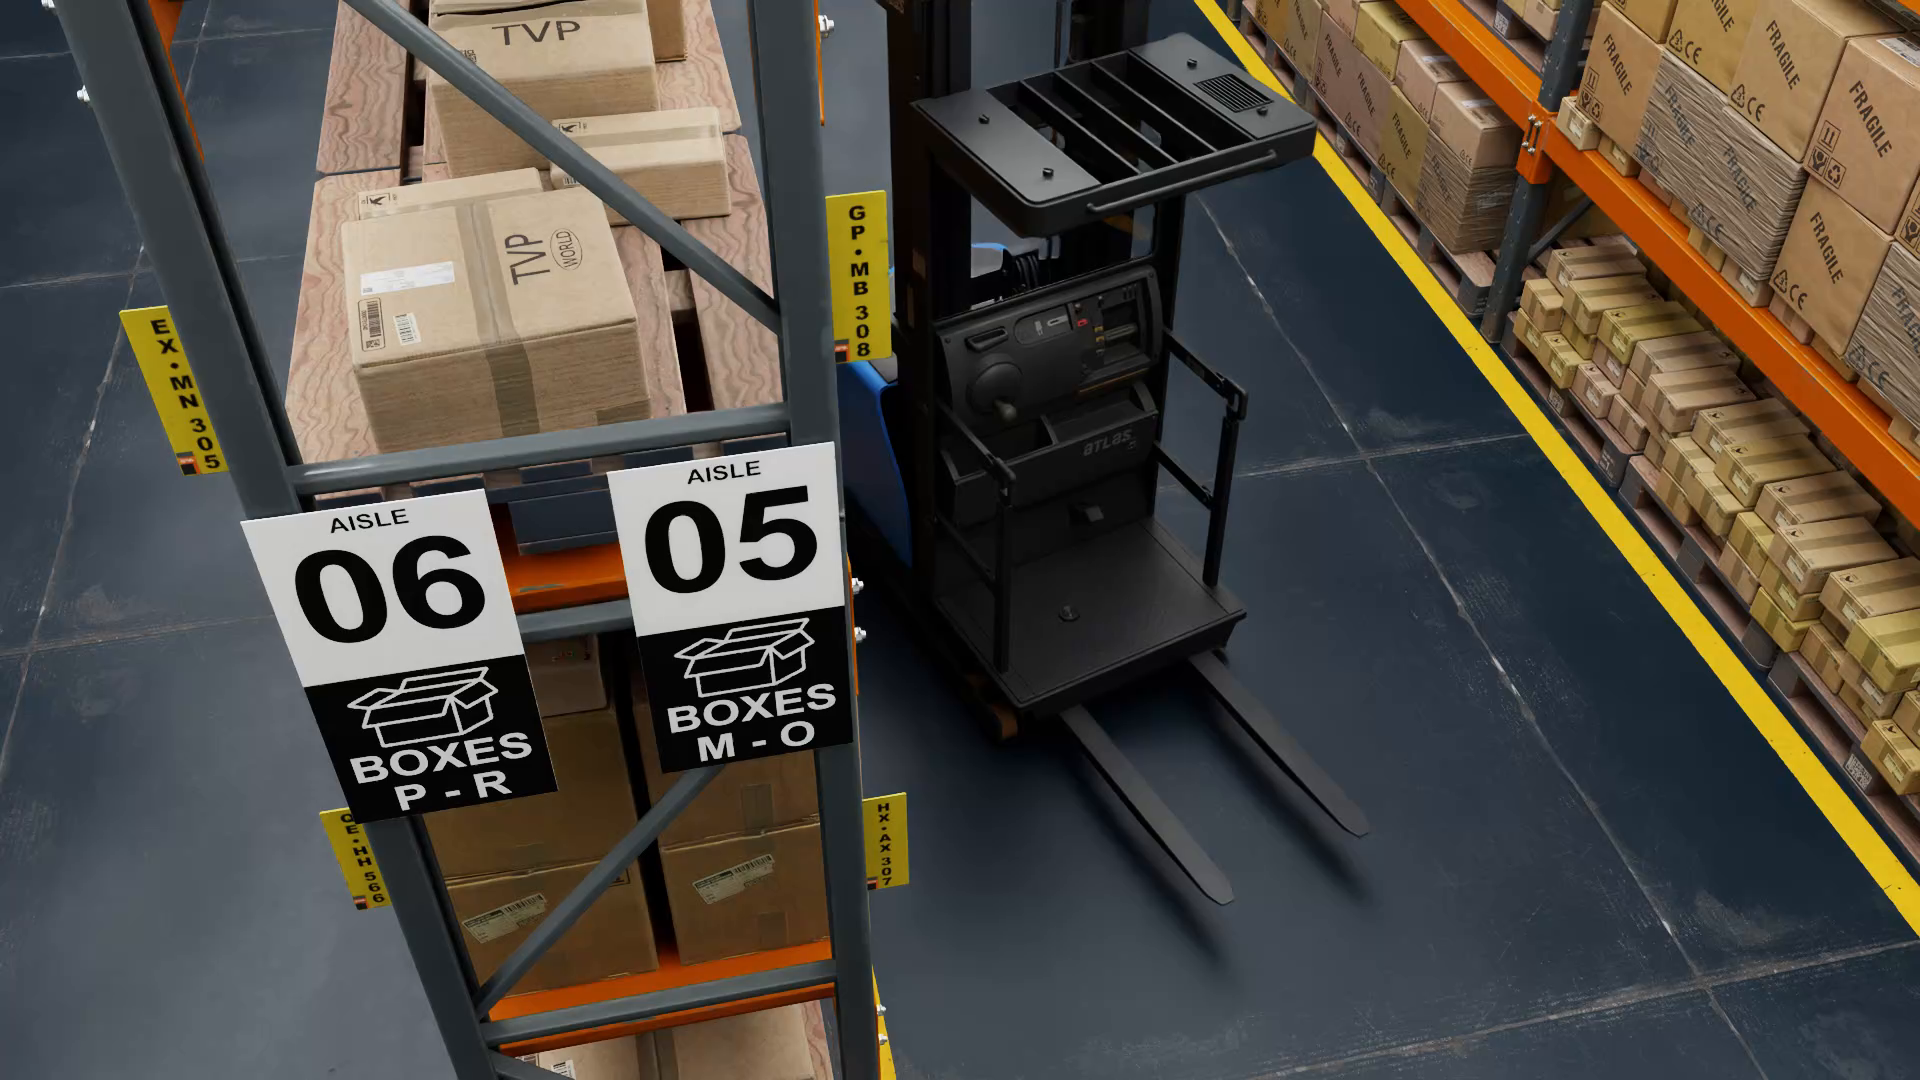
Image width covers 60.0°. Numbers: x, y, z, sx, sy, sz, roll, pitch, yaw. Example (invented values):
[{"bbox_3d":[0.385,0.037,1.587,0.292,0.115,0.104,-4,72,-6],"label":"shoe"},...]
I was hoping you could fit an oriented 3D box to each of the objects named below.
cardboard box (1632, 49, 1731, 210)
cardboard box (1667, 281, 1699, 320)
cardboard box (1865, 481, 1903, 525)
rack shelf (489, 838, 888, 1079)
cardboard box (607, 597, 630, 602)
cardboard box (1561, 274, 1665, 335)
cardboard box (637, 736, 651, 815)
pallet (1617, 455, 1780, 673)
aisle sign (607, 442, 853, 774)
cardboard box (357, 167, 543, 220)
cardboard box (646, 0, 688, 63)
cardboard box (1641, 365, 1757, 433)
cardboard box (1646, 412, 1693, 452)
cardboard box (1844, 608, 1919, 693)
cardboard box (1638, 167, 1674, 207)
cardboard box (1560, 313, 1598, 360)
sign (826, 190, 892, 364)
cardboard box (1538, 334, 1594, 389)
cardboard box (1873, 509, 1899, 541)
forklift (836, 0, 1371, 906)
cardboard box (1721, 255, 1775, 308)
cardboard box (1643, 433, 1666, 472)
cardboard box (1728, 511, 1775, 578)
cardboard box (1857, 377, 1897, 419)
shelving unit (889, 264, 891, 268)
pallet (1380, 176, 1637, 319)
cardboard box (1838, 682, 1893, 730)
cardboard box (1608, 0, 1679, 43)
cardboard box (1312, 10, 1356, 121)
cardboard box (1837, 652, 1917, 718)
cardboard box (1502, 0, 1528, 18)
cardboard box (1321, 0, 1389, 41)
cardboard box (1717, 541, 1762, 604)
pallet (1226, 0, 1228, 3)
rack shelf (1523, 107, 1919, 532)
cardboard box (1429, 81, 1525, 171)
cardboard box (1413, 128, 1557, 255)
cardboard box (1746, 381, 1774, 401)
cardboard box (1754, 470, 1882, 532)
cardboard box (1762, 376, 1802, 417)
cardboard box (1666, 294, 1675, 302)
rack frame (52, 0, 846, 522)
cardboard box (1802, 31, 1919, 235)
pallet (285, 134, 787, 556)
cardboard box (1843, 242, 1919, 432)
[{"bbox_3d":[3.211,-1.721,6.912,0.500,0.500,0.500,-8,42,-9],"label":"cardboard box"},{"bbox_3d":[3.661,-1.209,8.018,0.380,0.149,0.250,-8,42,-9],"label":"cardboard box"},{"bbox_3d":[4.015,-0.208,6.890,0.380,0.149,0.250,-8,42,-9],"label":"cardboard box"},{"bbox_3d":[-1.143,0.091,5.712,1.077,0.370,4.000,-8,42,-9],"label":"rack shelf"},{"bbox_3d":[-0.644,0.035,3.916,0.380,0.149,0.250,-7,42,-8],"label":"cardboard box"},{"bbox_3d":[3.110,-1.123,7.920,0.380,0.149,0.250,-6,42,-7],"label":"cardboard box"},{"bbox_3d":[-1.168,0.479,4.658,0.500,0.500,0.500,-9,42,-10],"label":"cardboard box"},{"bbox_3d":[3.683,0.016,7.354,1.003,0.211,1.213,-8,42,-9],"label":"pallet"},{"bbox_3d":[-0.413,0.151,3.144,0.394,0.787,0.004,-8,42,-9],"label":"aisle sign"},{"bbox_3d":[-1.065,-0.643,3.535,0.380,0.149,0.250,-11,43,-13],"label":"cardboard box"},{"bbox_3d":[-1.000,-1.564,4.307,0.500,0.500,0.500,-8,42,-9],"label":"cardboard box"},{"bbox_3d":[3.267,-0.623,7.357,0.380,0.149,0.250,-7,42,-8],"label":"cardboard box"},{"bbox_3d":[3.324,-0.510,7.453,0.380,0.149,0.250,-7,42,-7],"label":"cardboard box"},{"bbox_3d":[3.560,0.403,6.202,0.380,0.149,0.250,-9,42,-10],"label":"cardboard box"},{"bbox_3d":[3.215,-1.603,7.267,0.380,0.149,0.250,-10,43,-11],"label":"cardboard box"},{"bbox_3d":[3.145,-1.019,8.028,0.380,0.149,0.250,-8,42,-9],"label":"cardboard box"},{"bbox_3d":[-0.168,-0.436,2.785,0.100,0.325,0.005,-8,42,-9],"label":"sign"},{"bbox_3d":[3.059,-0.886,8.101,0.380,0.149,0.250,-7,42,-8],"label":"cardboard box"},{"bbox_3d":[3.896,-0.077,6.966,0.380,0.149,0.250,-6,42,-7],"label":"cardboard box"},{"bbox_3d":[0.457,-0.645,6.050,1.130,2.935,3.031,-20,46,-22],"label":"forklift"},{"bbox_3d":[3.310,-1.078,6.676,0.380,0.149,0.250,-7,42,-7],"label":"cardboard box"},{"bbox_3d":[3.359,-0.405,7.560,0.380,0.149,0.250,-10,43,-11],"label":"cardboard box"},{"bbox_3d":[3.432,0.001,6.878,0.380,0.149,0.250,-6,42,-7],"label":"cardboard box"},{"bbox_3d":[3.562,-0.581,6.116,0.380,0.149,0.250,-10,43,-11],"label":"cardboard box"},{"bbox_3d":[-0.453,-0.857,7.706,0.215,1.050,0.252,-20,46,-22],"label":"shelving unit"},{"bbox_3d":[3.067,-1.711,9.300,1.003,0.211,1.213,-8,42,-9],"label":"pallet"},{"bbox_3d":[3.655,0.606,6.421,0.380,0.149,0.250,-9,42,-9],"label":"cardboard box"},{"bbox_3d":[3.096,-2.444,6.973,0.500,0.500,0.500,-7,42,-8],"label":"cardboard box"},{"bbox_3d":[2.504,-2.912,10.119,0.500,0.500,0.500,-9,42,-10],"label":"cardboard box"},{"bbox_3d":[3.593,0.504,6.312,0.380,0.149,0.250,-10,43,-11],"label":"cardboard box"},{"bbox_3d":[2.901,-2.710,8.198,0.380,0.149,0.250,-8,42,-9],"label":"cardboard box"},{"bbox_3d":[2.489,-3.212,9.892,0.500,0.250,0.500,-8,42,-9],"label":"cardboard box"},{"bbox_3d":[3.434,0.111,6.978,0.380,0.149,0.250,-8,42,-8],"label":"cardboard box"},{"bbox_3d":[2.277,-4.321,12.241,1.003,0.211,1.213,-8,42,-9],"label":"pallet"},{"bbox_3d":[3.668,-0.684,6.584,1.077,0.370,4.000,-8,42,-9],"label":"rack shelf"},{"bbox_3d":[2.829,-2.199,8.751,0.500,0.250,0.500,-9,42,-10],"label":"cardboard box"},{"bbox_3d":[2.831,-1.915,8.996,0.500,0.500,0.500,-9,42,-10],"label":"cardboard box"},{"bbox_3d":[3.793,-0.609,7.565,0.380,0.149,0.250,-7,42,-8],"label":"cardboard box"},{"bbox_3d":[3.505,-0.127,6.799,0.380,0.149,0.250,-10,43,-11],"label":"cardboard box"},{"bbox_3d":[3.851,-0.707,7.452,0.380,0.149,0.250,-10,43,-11],"label":"cardboard box"},{"bbox_3d":[3.685,-1.119,8.140,0.380,0.149,0.250,-10,43,-11],"label":"cardboard box"},{"bbox_3d":[-0.712,-1.125,2.021,1.000,3.000,0.127,-8,42,-9],"label":"rack frame"},{"bbox_3d":[3.411,-1.447,5.849,0.500,0.500,0.500,-10,43,-11],"label":"cardboard box"},{"bbox_3d":[-0.882,-0.450,3.586,1.003,0.211,1.213,-8,42,-9],"label":"pallet"},{"bbox_3d":[3.527,-0.721,5.785,0.500,0.500,0.500,-8,42,-9],"label":"cardboard box"}]
